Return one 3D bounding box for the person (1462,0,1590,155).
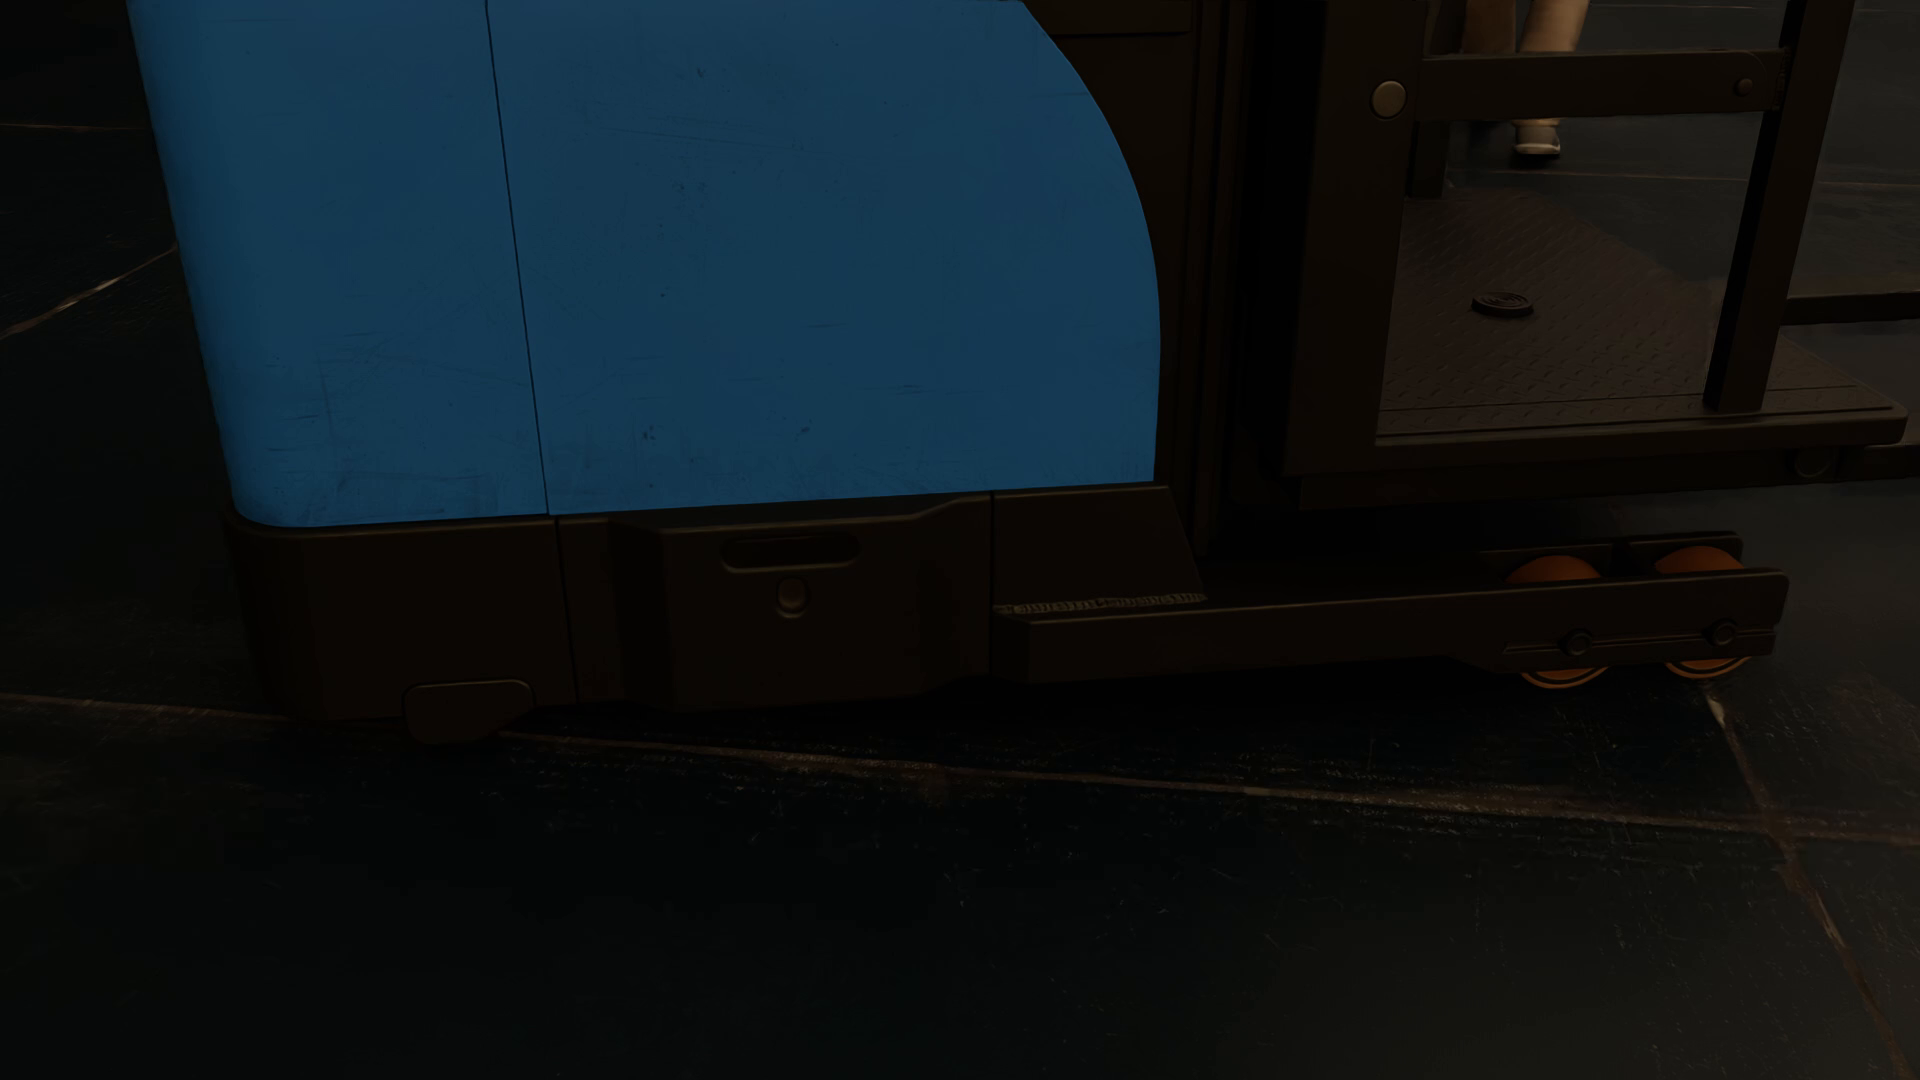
[{"bbox_3d":[1.587,-1.860,4.434,0.579,1.714,0.914,4,27,7],"label":"person"}]

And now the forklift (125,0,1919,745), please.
[{"bbox_3d":[0.607,-1.353,1.930,3.031,2.935,1.130,-3,27,-7],"label":"forklift"}]
